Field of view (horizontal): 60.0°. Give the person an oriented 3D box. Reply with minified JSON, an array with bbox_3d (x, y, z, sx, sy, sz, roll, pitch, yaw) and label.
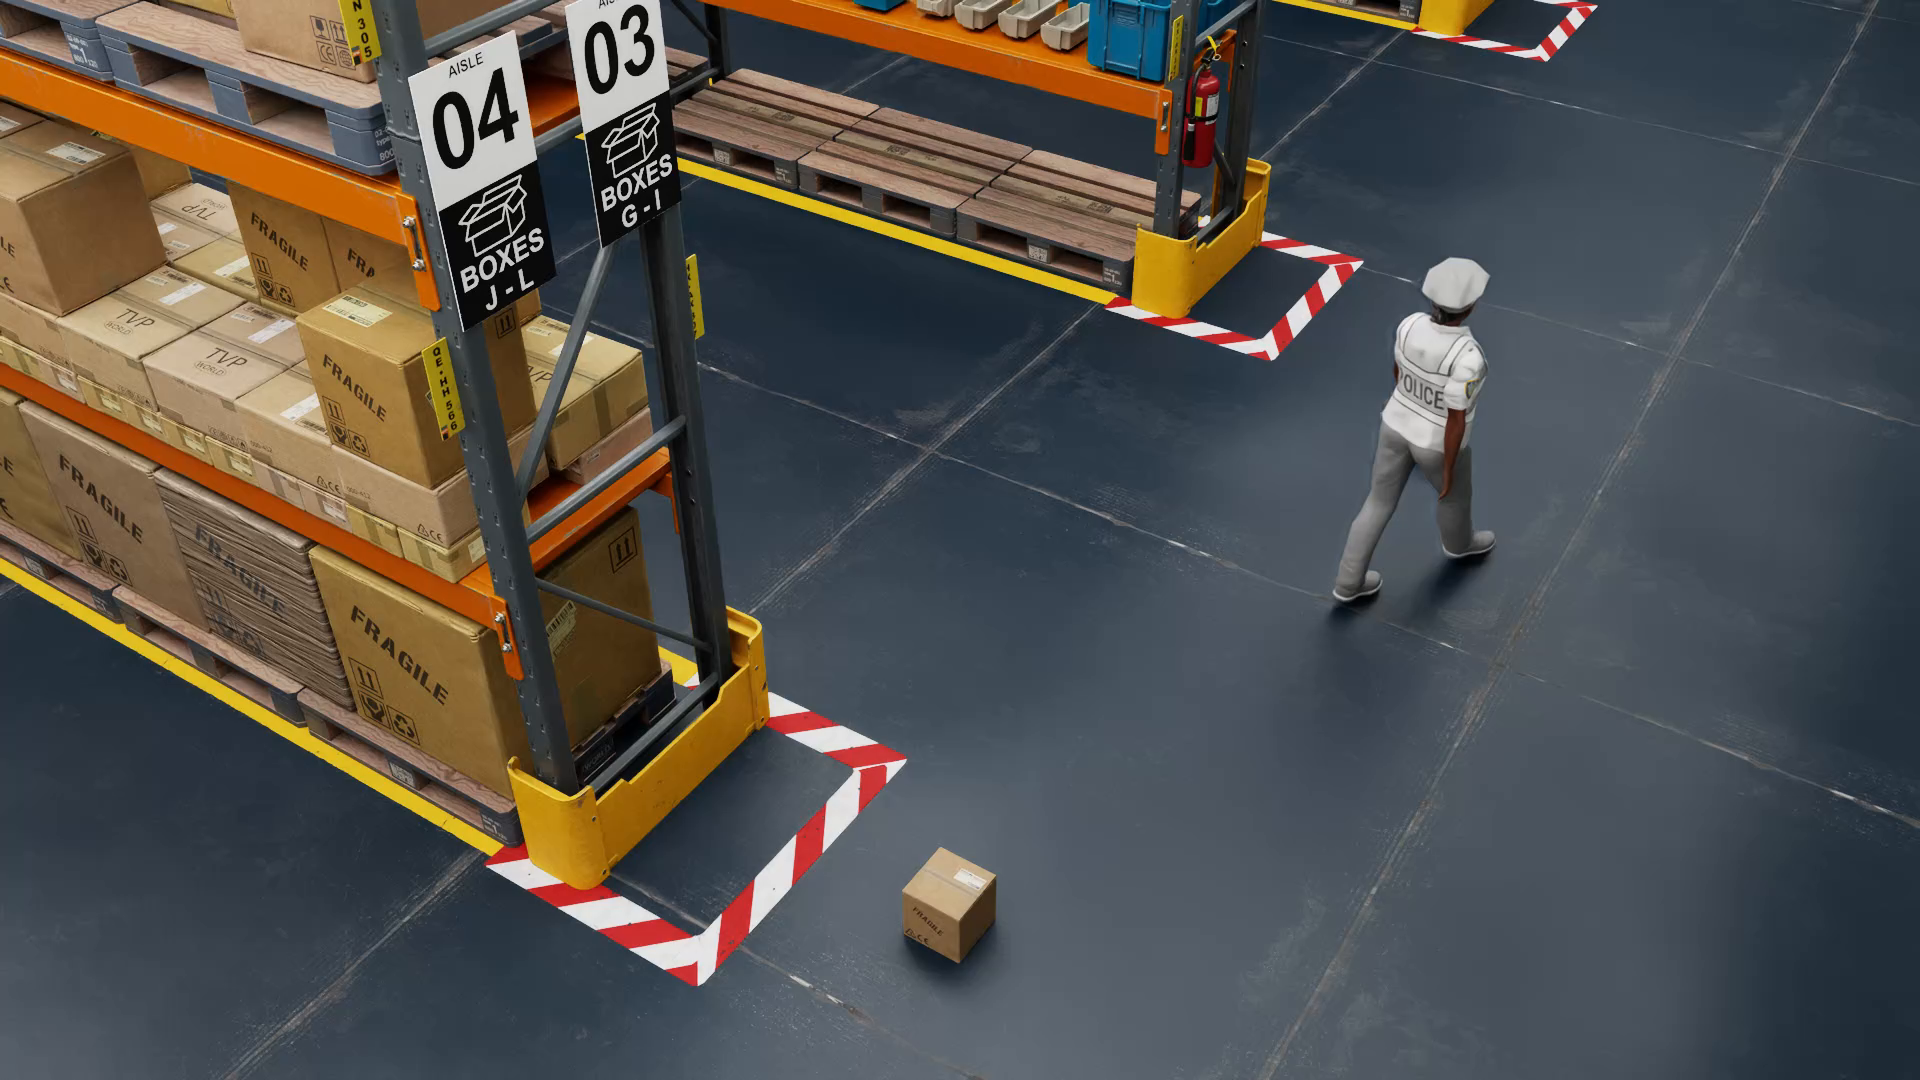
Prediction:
[{"bbox_3d":[2.088,-0.518,7.282,0.952,1.636,0.480,-28,47,-31],"label":"person"}]
